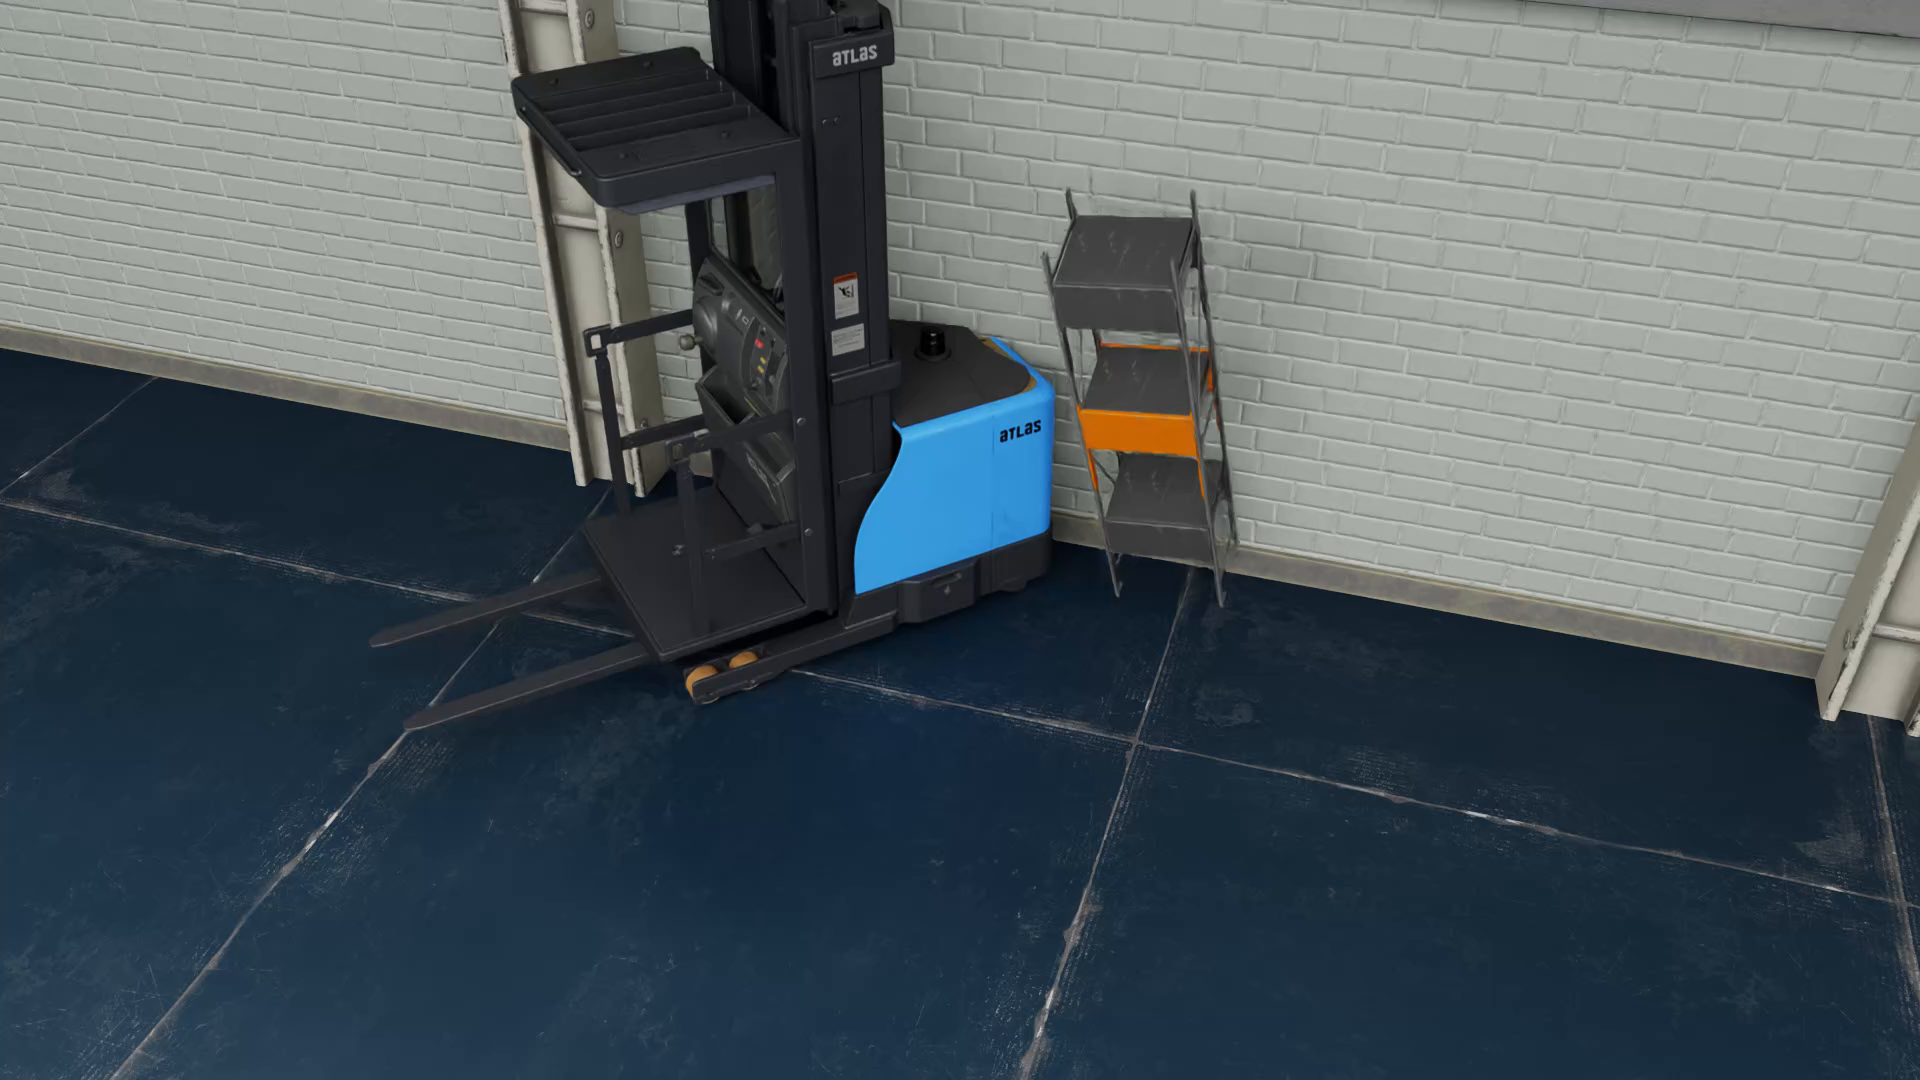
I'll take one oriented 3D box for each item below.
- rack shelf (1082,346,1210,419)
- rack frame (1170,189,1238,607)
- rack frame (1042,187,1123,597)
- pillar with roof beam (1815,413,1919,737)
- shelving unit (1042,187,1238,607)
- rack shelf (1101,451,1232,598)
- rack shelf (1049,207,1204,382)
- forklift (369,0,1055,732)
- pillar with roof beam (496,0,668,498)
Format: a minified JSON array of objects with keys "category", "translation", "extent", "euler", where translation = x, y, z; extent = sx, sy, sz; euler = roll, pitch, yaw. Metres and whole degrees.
[{"category":"rack shelf","translation":[0.783,-0.604,6.922],"extent":[0.457,0.174,0.368],"euler":[5,53,19]},{"category":"rack frame","translation":[1.037,-0.506,6.935],"extent":[0.015,2.100,0.400],"euler":[5,53,19]},{"category":"rack frame","translation":[0.578,-0.548,7.095],"extent":[0.015,2.100,0.400],"euler":[5,53,19]},{"category":"pillar with roof beam","translation":[2.681,-0.467,1.293],"extent":[0.400,9.000,9.100],"euler":[10,38,14]},{"category":"shelving unit","translation":[0.808,-0.527,7.015],"extent":[0.503,2.100,0.431],"euler":[5,53,19]},{"category":"rack shelf","translation":[0.953,-0.079,7.551],"extent":[0.480,0.518,0.431],"euler":[5,53,19]},{"category":"rack shelf","translation":[0.668,-0.958,6.499],"extent":[0.480,0.518,0.431],"euler":[5,53,19]},{"category":"forklift","translation":[-1.103,-0.823,6.895],"extent":[3.031,2.935,1.130],"euler":[-18,40,-23]},{"category":"pillar with roof beam","translation":[-3.046,-1.528,2.734],"extent":[0.400,9.000,9.100],"euler":[10,38,14]}]
